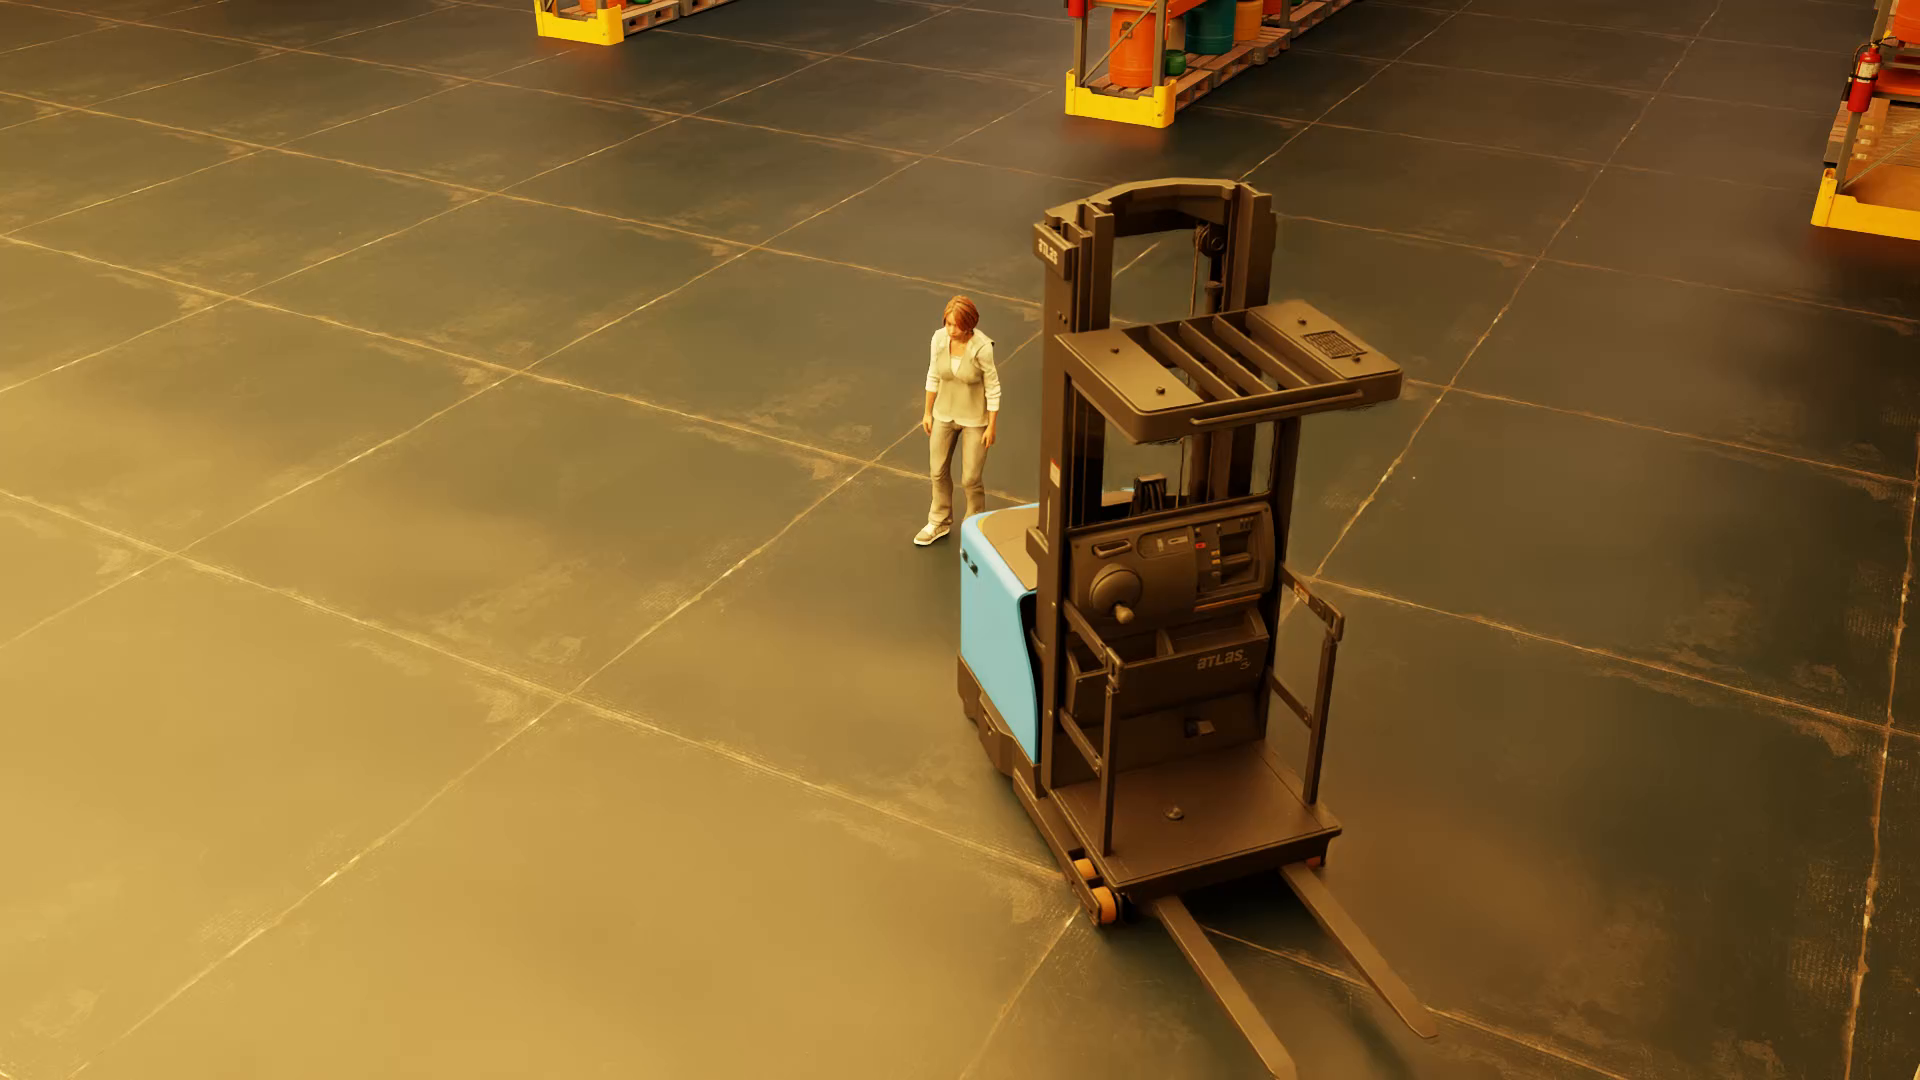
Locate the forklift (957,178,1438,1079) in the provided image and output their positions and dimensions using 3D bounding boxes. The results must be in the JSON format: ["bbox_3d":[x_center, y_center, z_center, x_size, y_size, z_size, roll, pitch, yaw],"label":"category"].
[{"bbox_3d":[0.976,0.149,6.812,1.130,2.935,3.031,-11,32,-18],"label":"forklift"}]

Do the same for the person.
[{"bbox_3d":[-0.001,-0.677,9.585,0.481,1.592,0.345,13,33,22],"label":"person"}]
